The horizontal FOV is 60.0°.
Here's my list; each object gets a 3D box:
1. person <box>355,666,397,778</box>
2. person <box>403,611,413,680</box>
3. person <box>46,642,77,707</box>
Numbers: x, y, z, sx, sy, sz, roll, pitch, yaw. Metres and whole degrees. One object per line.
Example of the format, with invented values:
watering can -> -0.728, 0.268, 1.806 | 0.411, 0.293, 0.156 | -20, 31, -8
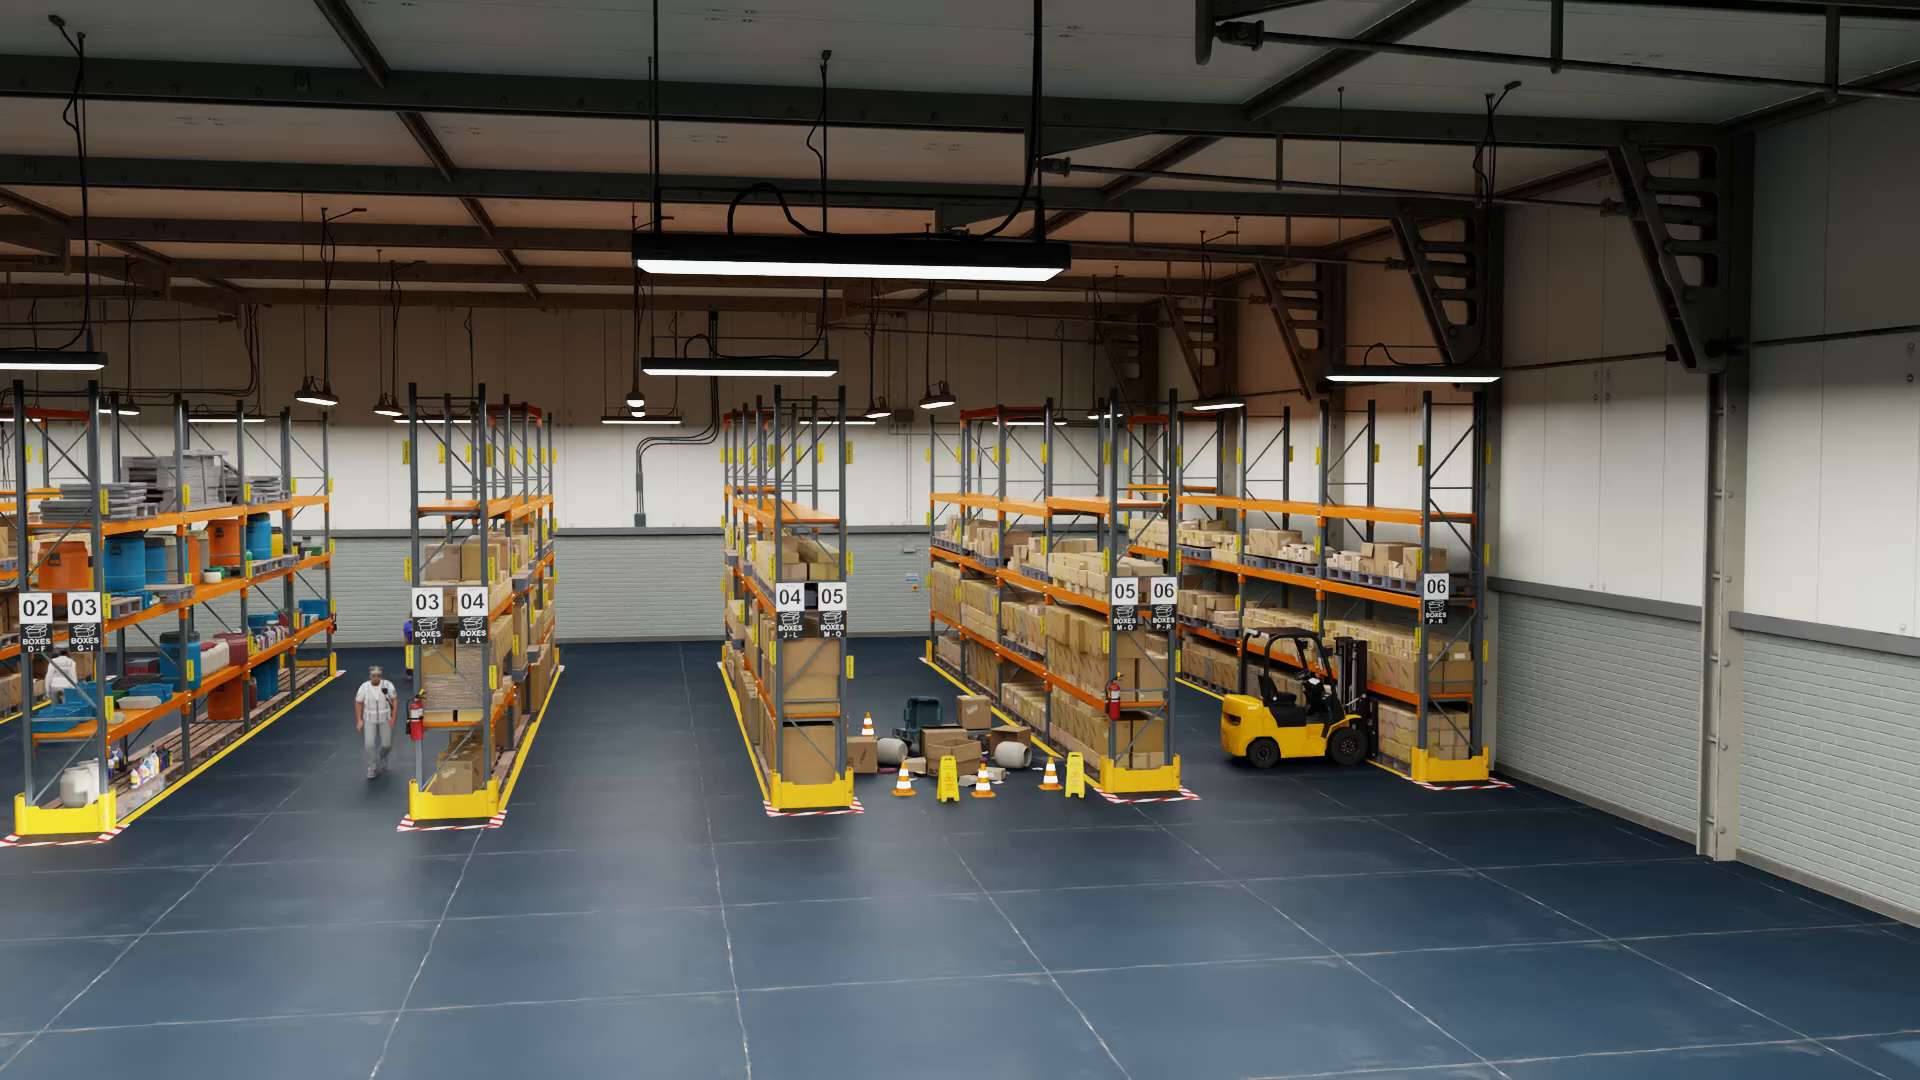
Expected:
person -> -9.156, 2.822, 26.072 | 0.614, 1.742, 0.600 | -1, 3, -19
person -> -12.044, 2.342, 36.666 | 0.439, 1.571, 1.068 | -1, 3, -24
person -> -15.933, 2.664, 29.481 | 0.517, 1.674, 0.406 | -1, 3, -11
